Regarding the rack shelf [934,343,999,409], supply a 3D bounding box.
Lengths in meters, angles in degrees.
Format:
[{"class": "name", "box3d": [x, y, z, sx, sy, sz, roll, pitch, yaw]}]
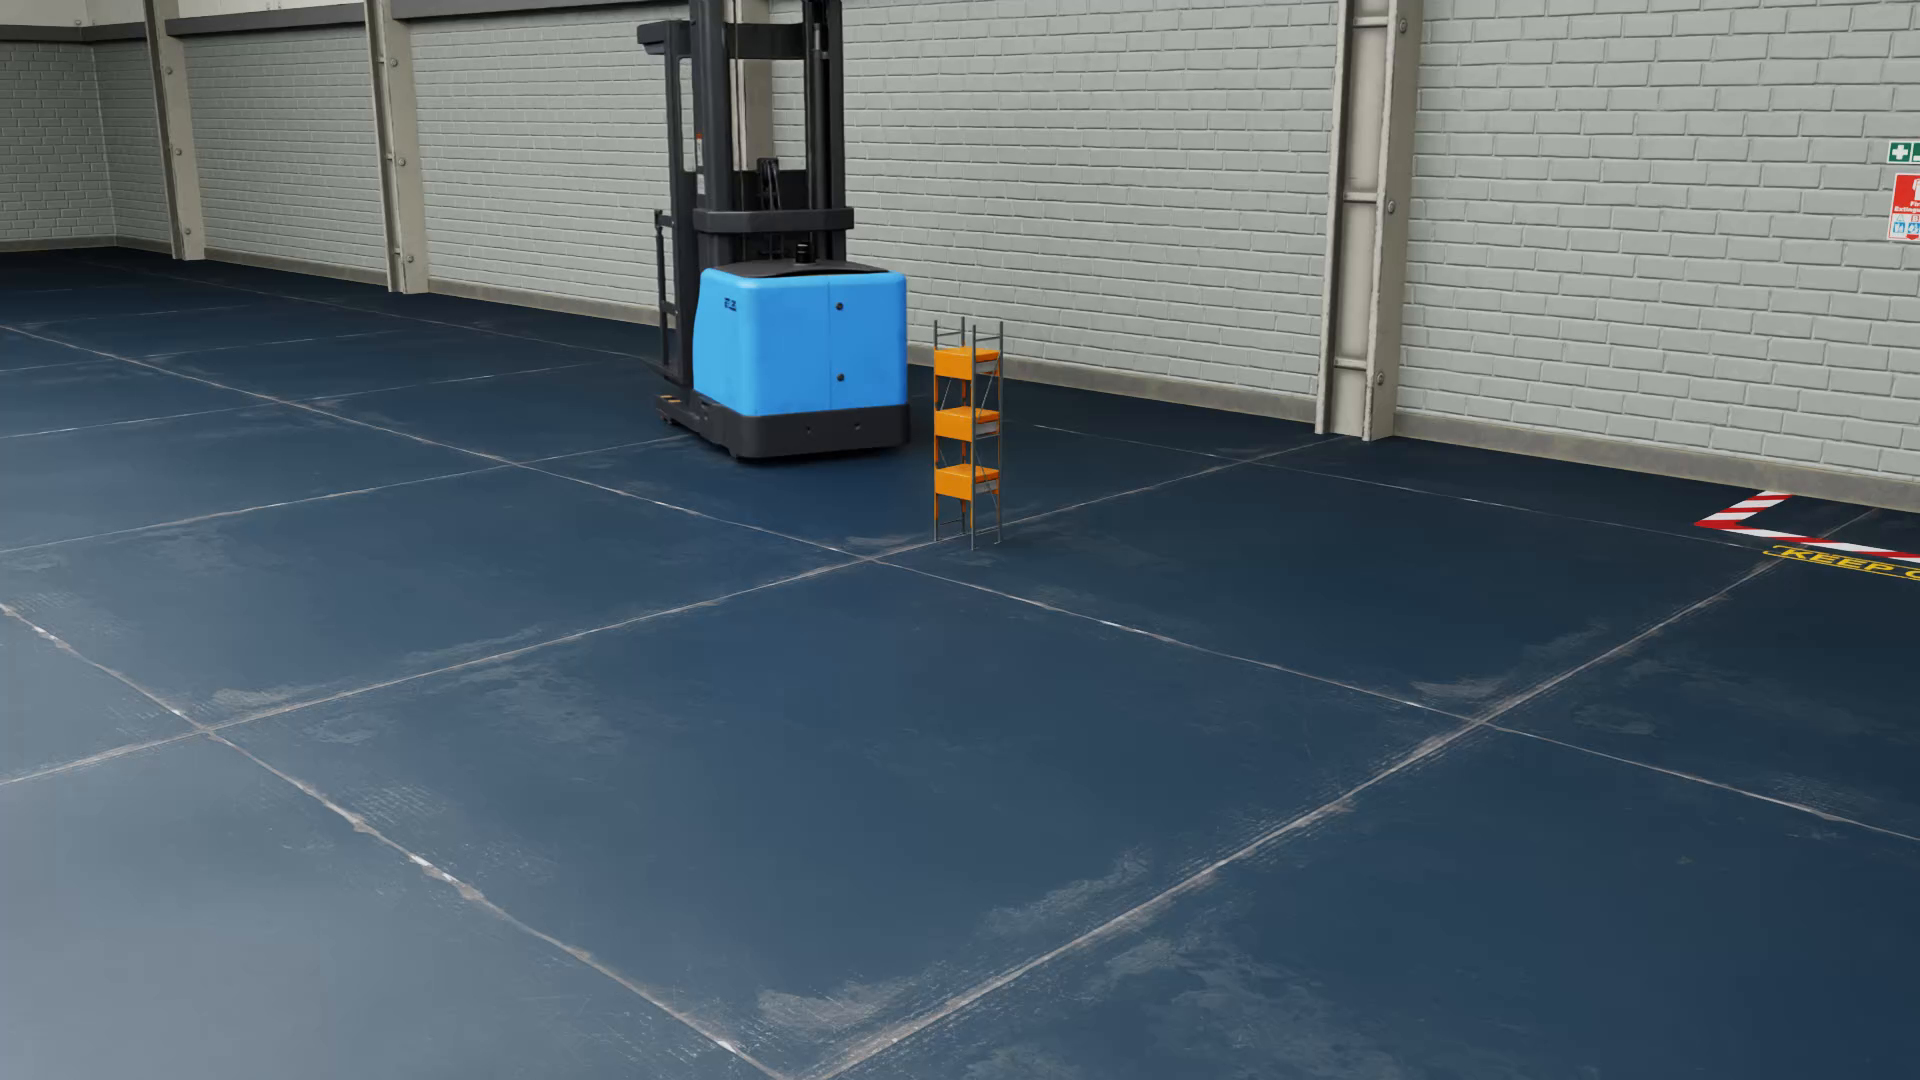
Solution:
[{"class": "rack shelf", "box3d": [0.039, -0.763, 7.695, 0.240, 0.259, 0.215, 14, 20, 42]}]

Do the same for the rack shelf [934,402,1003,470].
[{"class": "rack shelf", "box3d": [0.039, -0.488, 7.766, 0.240, 0.259, 0.215, 14, 20, 42]}]

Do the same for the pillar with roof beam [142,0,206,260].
[{"class": "pillar with roof beam", "box3d": [-13.452, -7.396, 18.468, 0.400, 9.000, 9.100, 14, 20, 42]}]

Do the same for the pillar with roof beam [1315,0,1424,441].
[{"class": "pillar with roof beam", "box3d": [-0.494, -4.245, 6.378, 0.400, 9.000, 9.100, 14, 20, 42]}]

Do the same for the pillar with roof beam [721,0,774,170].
[{"class": "pillar with roof beam", "box3d": [-4.813, -5.295, 10.408, 0.400, 9.000, 9.100, 14, 20, 42]}]

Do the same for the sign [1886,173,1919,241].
[{"class": "sign", "box3d": [4.734, -1.646, 8.229, 0.234, 0.329, 0.001, 14, 20, 42]}]

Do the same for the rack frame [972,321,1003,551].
[{"class": "rack frame", "box3d": [0.126, -0.477, 7.682, 0.008, 1.050, 0.200, 14, 20, 42]}]

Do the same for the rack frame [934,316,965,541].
[{"class": "rack frame", "box3d": [-0.049, -0.520, 7.846, 0.008, 1.050, 0.200, 14, 20, 42]}]

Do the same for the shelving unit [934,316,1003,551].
[{"class": "shelving unit", "box3d": [0.039, -0.499, 7.764, 0.252, 1.050, 0.215, 14, 20, 42]}]

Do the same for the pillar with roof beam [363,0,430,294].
[{"class": "pillar with roof beam", "box3d": [-9.133, -6.346, 14.438, 0.400, 9.000, 9.100, 14, 20, 42]}]

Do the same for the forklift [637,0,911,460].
[{"class": "forklift", "box3d": [-1.370, -2.207, 10.588, 1.130, 2.935, 3.031, -7, 16, -24]}]

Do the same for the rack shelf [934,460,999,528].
[{"class": "rack shelf", "box3d": [0.039, -0.219, 7.837, 0.240, 0.259, 0.215, 14, 20, 42]}]

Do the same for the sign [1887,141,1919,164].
[{"class": "sign", "box3d": [4.731, -1.900, 8.153, 0.331, 0.109, 0.001, 14, 20, 42]}]
